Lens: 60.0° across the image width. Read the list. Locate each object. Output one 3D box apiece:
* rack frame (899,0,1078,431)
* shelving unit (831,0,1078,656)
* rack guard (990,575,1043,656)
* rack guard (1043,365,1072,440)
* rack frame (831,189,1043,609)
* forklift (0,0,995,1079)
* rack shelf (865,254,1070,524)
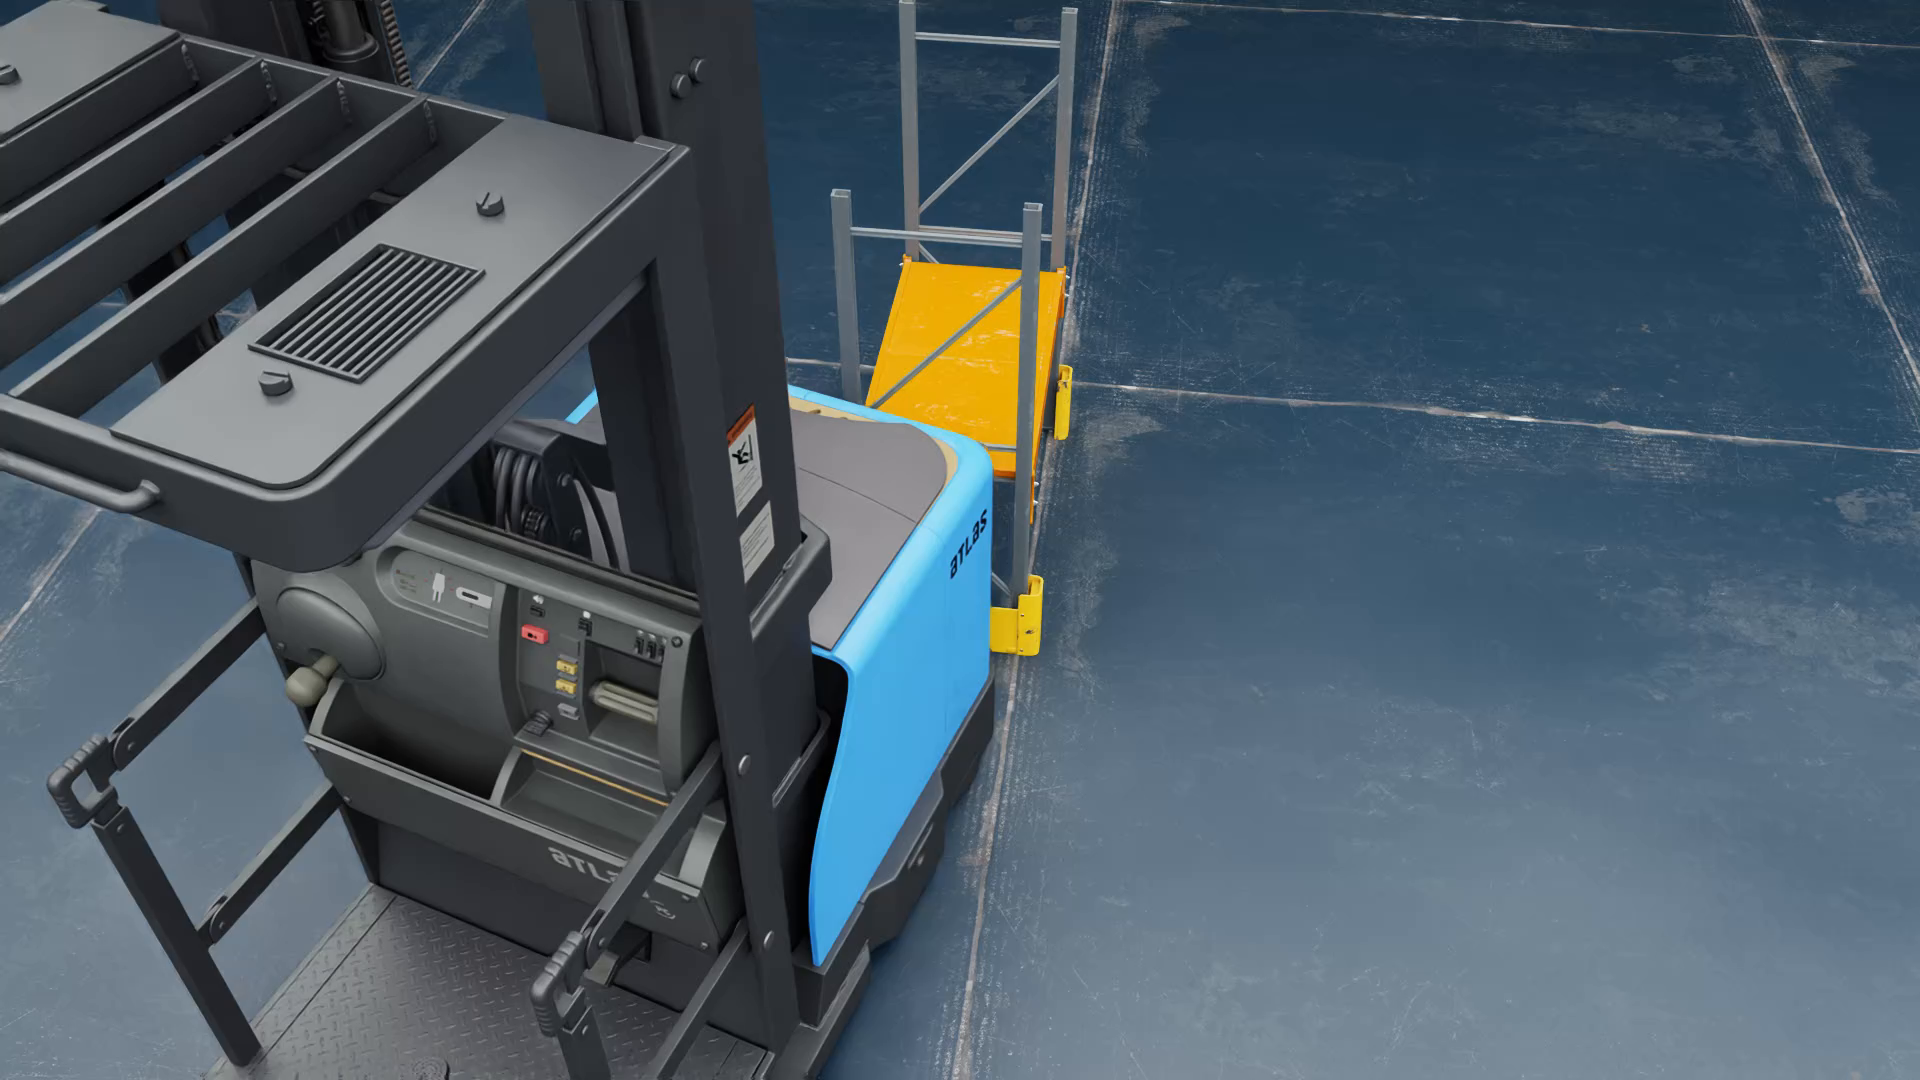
[{"bbox_3d":[0.078,-0.949,5.162,0.500,1.500,0.032,5,44,6],"label":"rack frame"},{"bbox_3d":[0.010,-0.597,4.789,0.587,1.500,1.083,5,44,6],"label":"shelving unit"},{"bbox_3d":[-0.056,0.197,4.860,0.587,0.250,0.087,5,44,6],"label":"rack guard"},{"bbox_3d":[0.076,-0.482,5.577,0.587,0.250,0.087,5,44,6],"label":"rack guard"},{"bbox_3d":[-0.056,-0.256,4.430,0.500,1.500,0.032,5,44,6],"label":"rack frame"},{"bbox_3d":[-0.971,0.272,2.831,1.130,2.935,3.031,17,46,17],"label":"forklift"},{"bbox_3d":[0.011,-0.472,4.919,0.538,0.185,1.000,5,44,6],"label":"rack shelf"}]
